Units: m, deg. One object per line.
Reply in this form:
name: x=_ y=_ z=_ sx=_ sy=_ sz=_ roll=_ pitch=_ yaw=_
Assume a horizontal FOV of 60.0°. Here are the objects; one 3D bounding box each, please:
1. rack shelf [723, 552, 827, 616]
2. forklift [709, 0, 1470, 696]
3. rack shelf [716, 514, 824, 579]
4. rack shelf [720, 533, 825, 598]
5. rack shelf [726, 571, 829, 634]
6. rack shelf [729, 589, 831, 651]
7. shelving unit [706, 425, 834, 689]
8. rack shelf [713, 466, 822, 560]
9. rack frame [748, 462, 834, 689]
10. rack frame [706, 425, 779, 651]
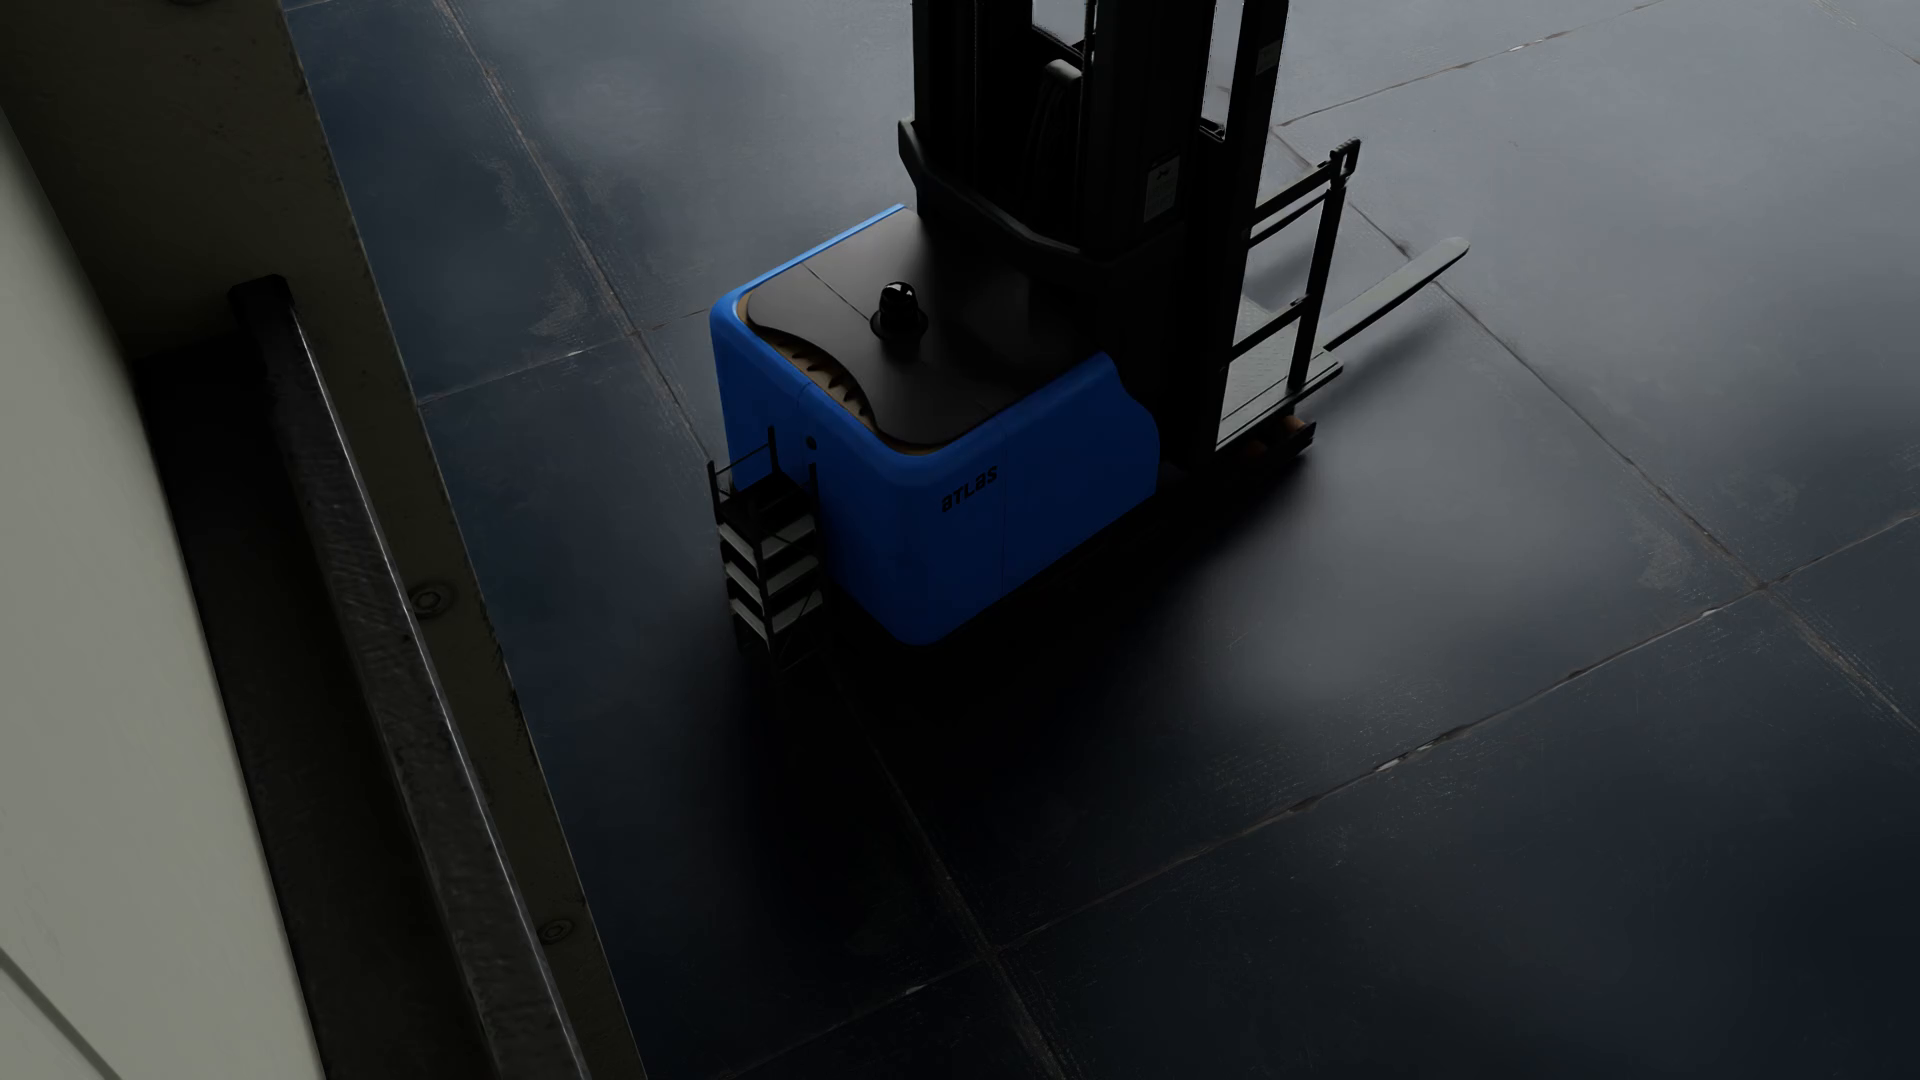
rack shelf: x=-0.579 y=0.094 z=5.213 sx=0.258 sy=0.077 sz=0.200 roll=-33 pitch=57 yaw=-25
forklift: x=0.661 y=-1.431 z=5.154 sx=3.031 sy=2.935 sz=1.130 roll=-33 pitch=57 yaw=-26
rack shelf: x=-0.580 y=-0.025 z=5.077 sx=0.258 sy=0.077 sz=0.200 roll=-33 pitch=57 yaw=-25
rack shelf: x=-0.579 y=0.034 z=5.145 sx=0.258 sy=0.077 sz=0.200 roll=-33 pitch=57 yaw=-25
rack shelf: x=-0.579 y=0.153 z=5.281 sx=0.258 sy=0.077 sz=0.200 roll=-33 pitch=57 yaw=-25
rack shelf: x=-0.579 y=0.212 z=5.349 sx=0.258 sy=0.077 sz=0.200 roll=-33 pitch=57 yaw=-25
shelving unit: x=-0.579 y=0.072 z=5.188 sx=0.258 sy=0.900 sz=0.210 roll=-33 pitch=57 yaw=-25
rack shelf: x=-0.580 y=-0.084 z=5.009 sx=0.258 sy=0.077 sz=0.200 roll=-33 pitch=57 yaw=-25
rack frame: x=-0.512 y=0.129 z=5.137 sx=0.240 sy=0.900 sz=0.006 roll=-33 pitch=57 yaw=-25
rack frame: x=-0.646 y=0.014 z=5.238 sx=0.240 sy=0.900 sz=0.006 roll=-33 pitch=57 yaw=-25
